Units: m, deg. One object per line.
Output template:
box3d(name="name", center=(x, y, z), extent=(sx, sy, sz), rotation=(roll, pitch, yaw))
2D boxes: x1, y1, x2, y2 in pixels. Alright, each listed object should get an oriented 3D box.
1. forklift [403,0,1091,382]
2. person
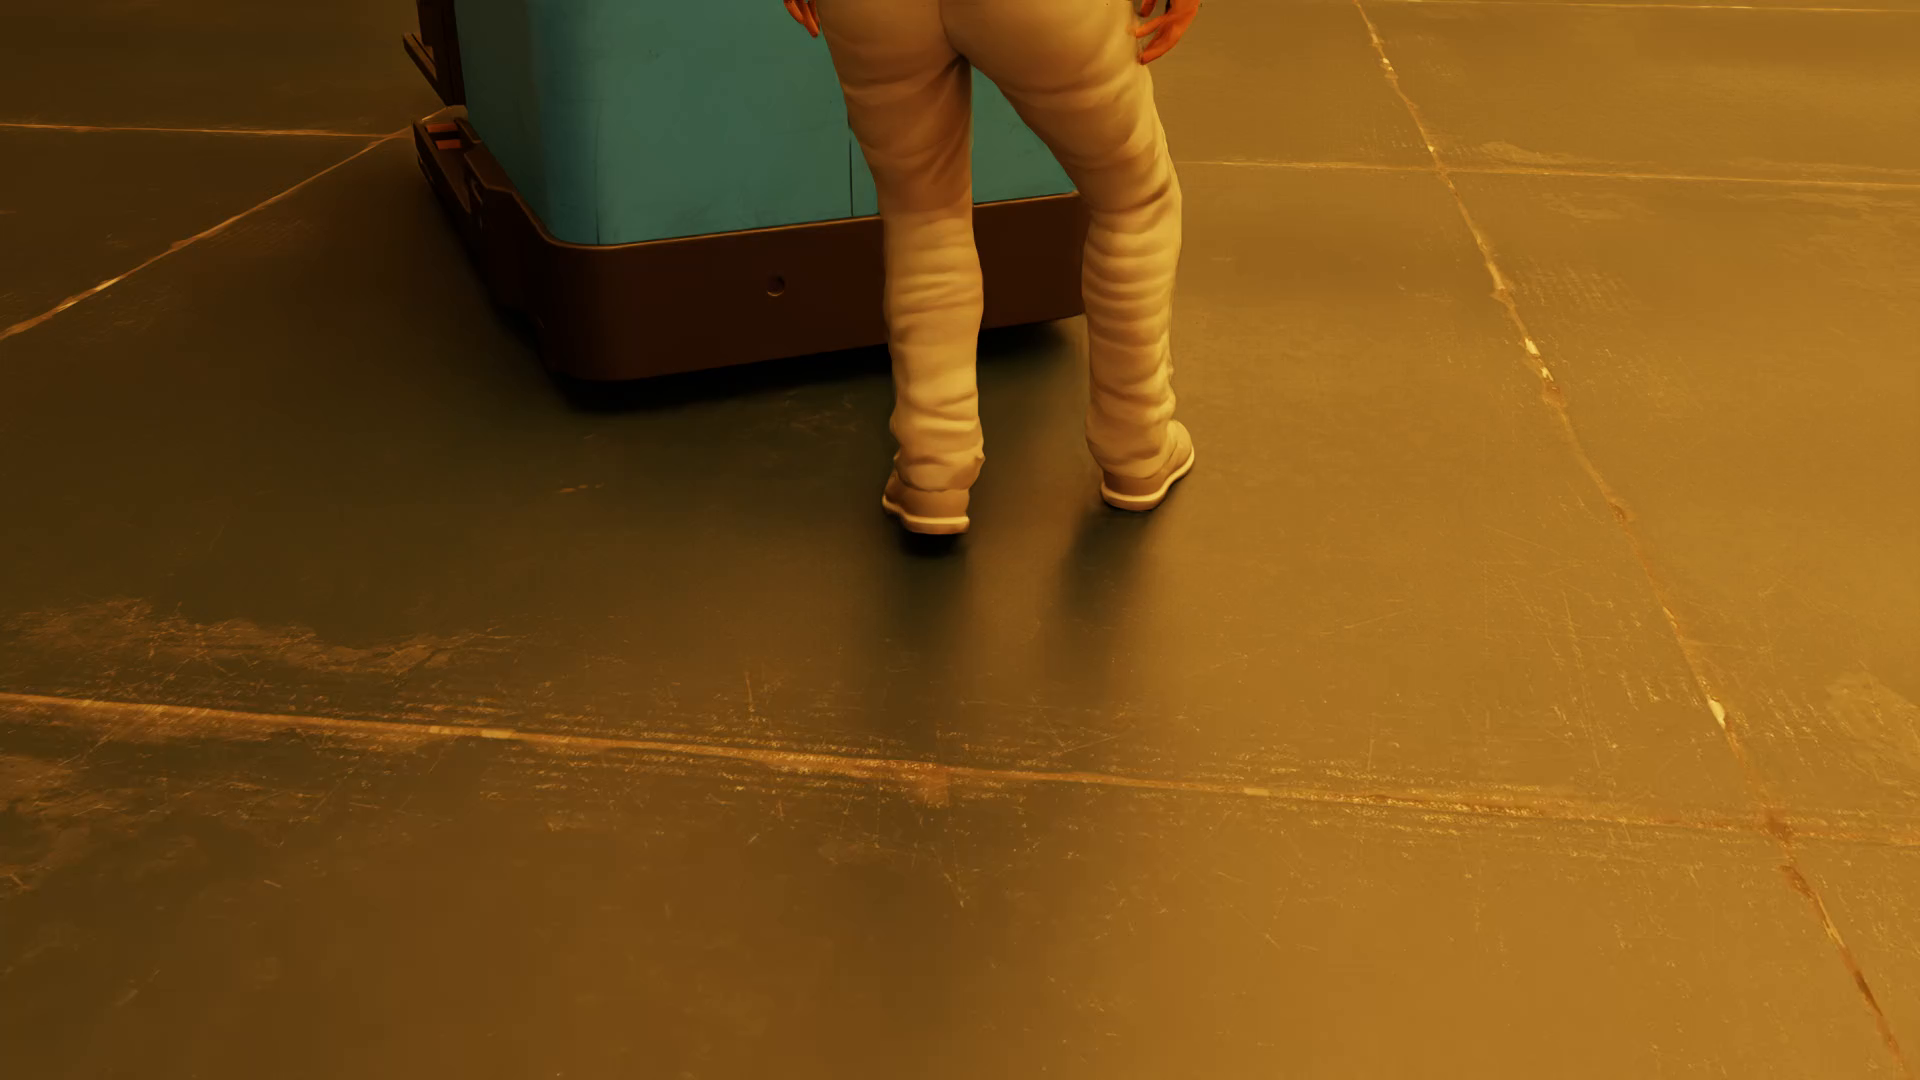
box3d(name="forklift", center=(-0.779, -2.220, 3.667), extent=(1.130, 2.935, 3.031), rotation=(-11, 28, -21))
box3d(name="person", center=(0.046, -0.802, 2.299), extent=(0.614, 1.654, 0.540), rotation=(6, 27, 12))
